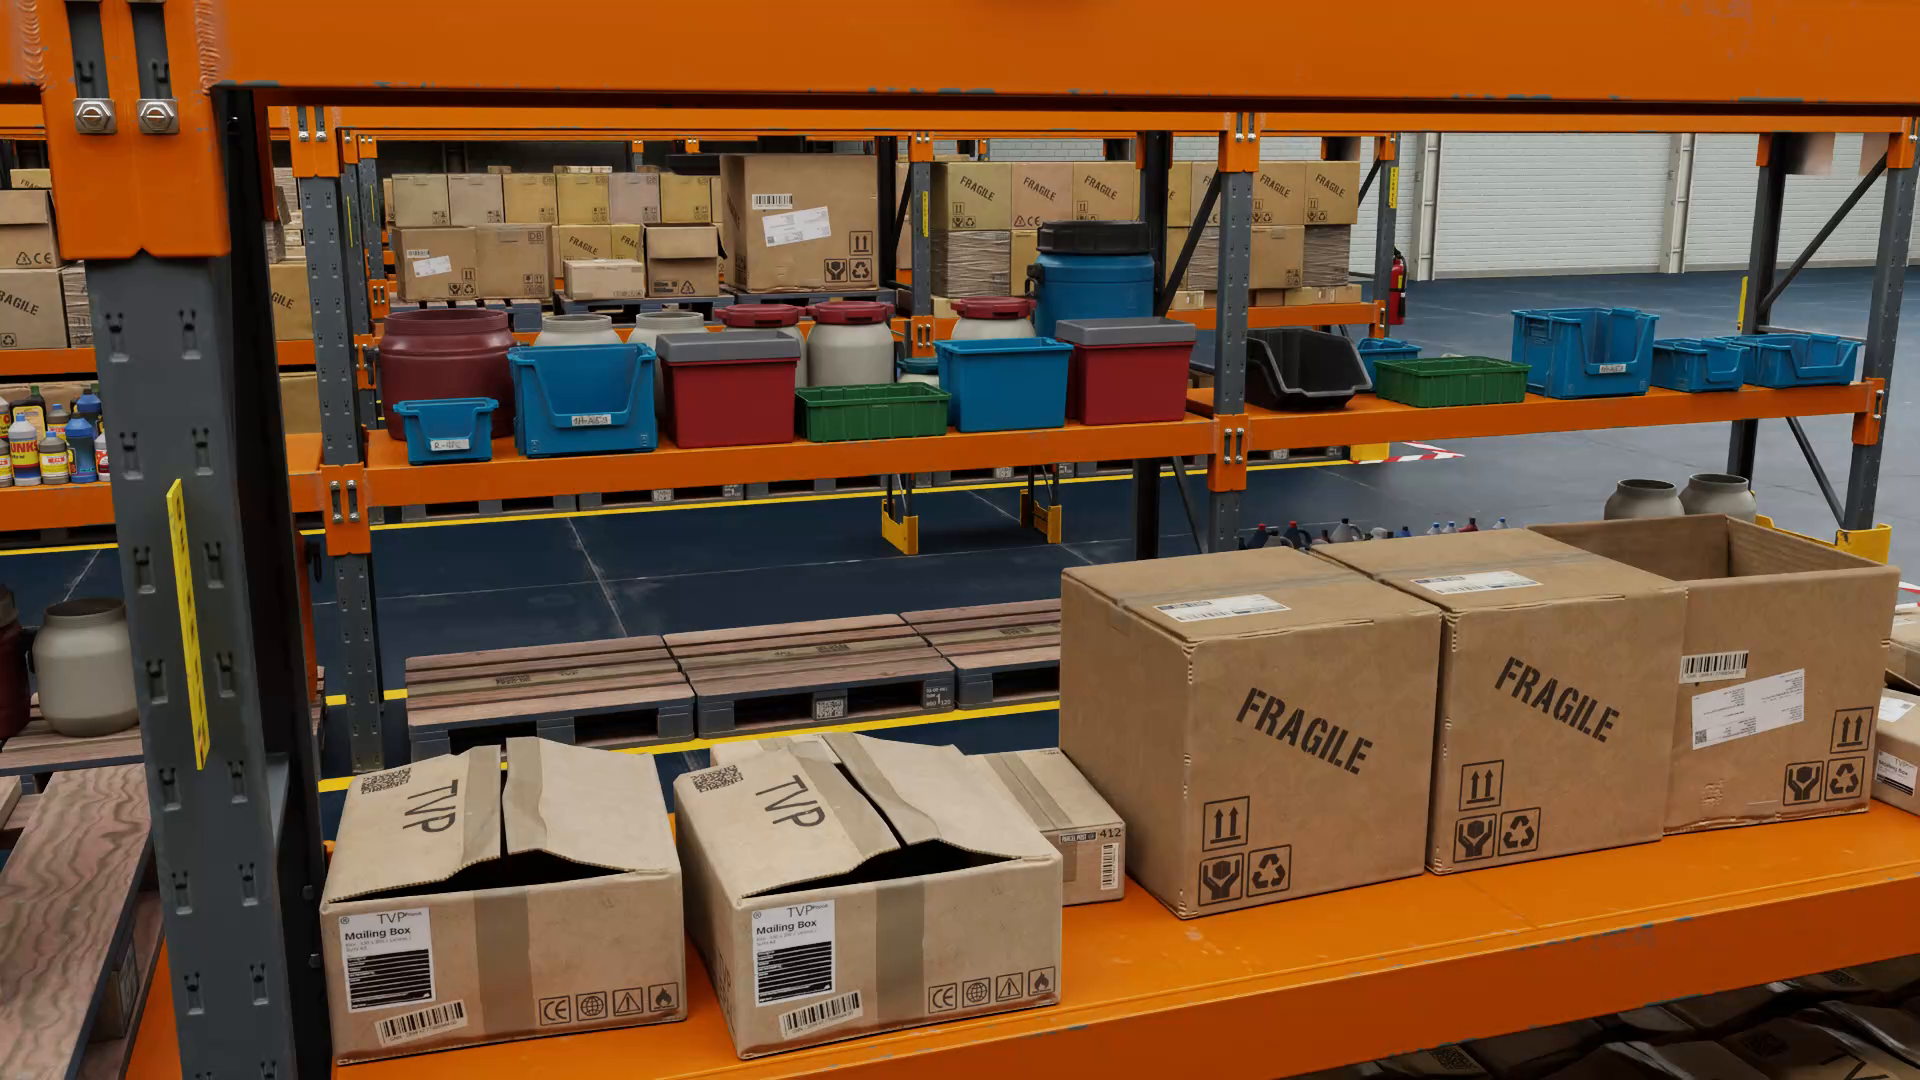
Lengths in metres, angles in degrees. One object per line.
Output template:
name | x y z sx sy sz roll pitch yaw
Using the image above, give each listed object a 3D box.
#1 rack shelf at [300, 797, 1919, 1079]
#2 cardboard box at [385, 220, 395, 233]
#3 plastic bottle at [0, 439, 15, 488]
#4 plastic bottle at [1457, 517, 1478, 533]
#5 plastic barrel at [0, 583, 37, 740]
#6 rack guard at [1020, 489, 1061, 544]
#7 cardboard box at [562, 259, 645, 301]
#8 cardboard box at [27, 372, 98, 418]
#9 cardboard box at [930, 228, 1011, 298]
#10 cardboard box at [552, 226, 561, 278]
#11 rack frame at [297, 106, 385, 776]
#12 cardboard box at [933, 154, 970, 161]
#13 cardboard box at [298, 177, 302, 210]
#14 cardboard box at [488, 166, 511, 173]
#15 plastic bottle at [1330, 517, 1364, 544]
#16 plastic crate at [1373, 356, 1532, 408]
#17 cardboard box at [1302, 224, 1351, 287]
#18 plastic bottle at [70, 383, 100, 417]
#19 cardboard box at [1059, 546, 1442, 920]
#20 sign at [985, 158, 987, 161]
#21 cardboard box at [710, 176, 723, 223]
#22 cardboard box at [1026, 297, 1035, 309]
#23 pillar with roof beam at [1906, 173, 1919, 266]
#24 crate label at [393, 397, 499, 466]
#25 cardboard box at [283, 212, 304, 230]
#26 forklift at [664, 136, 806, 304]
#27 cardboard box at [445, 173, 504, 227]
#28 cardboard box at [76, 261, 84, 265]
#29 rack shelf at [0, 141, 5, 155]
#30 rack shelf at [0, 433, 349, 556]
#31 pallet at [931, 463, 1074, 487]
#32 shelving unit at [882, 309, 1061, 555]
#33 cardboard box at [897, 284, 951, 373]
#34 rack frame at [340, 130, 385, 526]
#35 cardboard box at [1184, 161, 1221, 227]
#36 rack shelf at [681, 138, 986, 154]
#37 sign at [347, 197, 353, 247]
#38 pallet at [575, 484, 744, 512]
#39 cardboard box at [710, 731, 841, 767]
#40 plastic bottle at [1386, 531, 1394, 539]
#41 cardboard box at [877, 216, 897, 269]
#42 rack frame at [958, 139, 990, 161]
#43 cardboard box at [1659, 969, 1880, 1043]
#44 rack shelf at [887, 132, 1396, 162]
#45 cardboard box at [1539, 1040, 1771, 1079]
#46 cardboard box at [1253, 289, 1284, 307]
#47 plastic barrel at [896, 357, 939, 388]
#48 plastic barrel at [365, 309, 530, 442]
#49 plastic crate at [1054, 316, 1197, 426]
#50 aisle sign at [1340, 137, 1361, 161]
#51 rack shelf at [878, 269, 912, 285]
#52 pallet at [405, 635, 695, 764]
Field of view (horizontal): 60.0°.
rack shelf | 0.824 0.706 3.246 4.000 0.370 1.077 -4 14 -18
cardboard box | -7.021 -3.908 20.725 0.250 0.149 0.380 -5 14 -21
plastic bottle | -3.690 -0.305 6.373 0.097 0.201 0.097 0 13 0
plastic bottle | 2.896 0.012 9.528 0.133 0.283 0.061 -4 14 -17
plastic barrel | -4.177 0.509 6.823 0.708 0.588 0.600 -4 14 -18
rack guard | 0.544 -0.164 11.292 0.087 0.250 0.587 -4 14 -18
cardboard box | -2.566 -1.874 11.954 0.500 0.250 0.500 -5 14 -20
cardboard box | -5.736 -0.729 11.410 0.875 0.875 1.225 -4 14 -18
cardboard box | 0.010 -2.177 12.955 0.500 0.500 0.875 -4 14 -18
cardboard box | -4.243 -2.862 16.478 0.500 0.500 0.500 -4 14 -18
rack frame | -2.648 -0.583 7.111 0.127 3.000 1.000 -4 14 -18
cardboard box | -0.221 -5.027 22.776 0.500 0.500 0.700 -5 14 -19
cardboard box | -7.795 -4.282 20.286 0.500 0.500 0.500 -5 14 -20
cardboard box | -5.928 -4.738 21.413 0.250 0.149 0.380 -5 14 -21
plastic bottle | 2.150 0.048 9.233 0.185 0.351 0.144 -5 14 -18
plastic crate | 2.520 -0.813 8.537 0.662 0.188 0.450 -4 14 -18
cardboard box | 2.825 -2.418 13.968 0.500 0.500 0.875 -4 14 -18
plastic bottle | -3.741 -0.531 7.145 0.133 0.283 0.061 -4 14 -18
cardboard box | 0.513 0.328 3.066 0.500 0.500 0.500 -5 14 -21
sign | 0.352 -5.027 22.609 0.005 0.325 0.100 -4 14 -18
cardboard box | -2.391 -3.557 17.237 0.500 0.500 0.700 -5 14 -19
cardboard box | 0.566 -1.853 12.992 0.250 0.149 0.380 -4 14 -18
pillar with roof beam | 21.780 -9.413 31.271 0.400 9.000 9.100 -4 14 -18
crate label | -2.129 -0.450 6.915 0.416 0.233 0.303 -4 14 -18
cardboard box | -6.271 -2.981 15.543 0.250 0.149 0.380 -5 14 -19
forklift | -2.095 -2.426 15.008 3.031 2.935 1.130 -1 13 -3
cardboard box | -4.806 -3.368 16.443 0.500 0.500 0.700 -5 14 -19
cardboard box | -5.748 -1.664 11.442 0.500 0.500 0.500 -5 14 -19
rack shelf | -13.075 -4.509 18.690 4.000 0.370 1.077 -4 14 -18
rack shelf | -4.544 -0.085 6.573 4.000 0.370 1.077 -4 14 -18
pallet | 0.189 -0.665 13.482 1.213 0.211 1.003 -4 14 -18
shelving unit | 0.072 -0.735 10.993 1.083 1.500 0.587 -4 14 -18
cardboard box | -0.451 -2.329 18.135 0.875 0.875 0.875 -4 14 -18
rack frame | -4.228 -1.669 11.678 0.127 3.000 1.000 -4 14 -18
cardboard box | 1.965 -2.770 13.286 0.500 0.500 0.500 -4 14 -18
rack shelf | -1.702 -5.395 22.413 4.000 0.370 1.077 -4 14 -18
sign | -4.047 -2.111 11.033 0.005 0.325 0.100 -4 14 -18
pallet | -2.332 -0.459 12.616 1.213 0.211 1.003 -4 14 -18
cardboard box | -0.307 0.499 3.105 0.250 0.149 0.380 -4 14 -18
plastic bottle | 2.339 0.093 9.189 0.133 0.283 0.061 -4 14 -18
cardboard box | -1.063 -3.208 17.823 0.550 0.550 0.875 -4 14 -18
rack frame | 0.194 -4.433 23.297 0.127 3.000 1.000 -4 14 -18
cardboard box | 1.772 1.081 3.939 0.500 0.311 0.500 -5 14 -19
rack shelf | 1.459 -3.221 13.275 4.000 0.370 1.077 -4 14 -18
cardboard box | 1.462 1.238 3.278 0.500 0.311 0.500 -4 14 -18
cardboard box | 2.451 -2.008 13.645 0.250 0.149 0.380 -4 14 -18
plastic barrel | -0.160 -0.747 8.099 0.301 0.262 0.301 0 13 0
plastic barrel | -2.305 -0.750 7.518 0.708 0.536 0.600 -4 14 -18
plastic crate | 0.782 -0.806 7.912 0.583 0.464 0.402 -4 14 -18
aisle sign | 3.318 -3.595 14.155 0.004 0.787 0.394 -4 14 -18
rack shelf | -0.027 -2.857 18.227 4.000 0.370 1.077 -4 14 -18
pallet | -1.901 0.725 7.638 1.213 0.211 1.003 -4 14 -18
